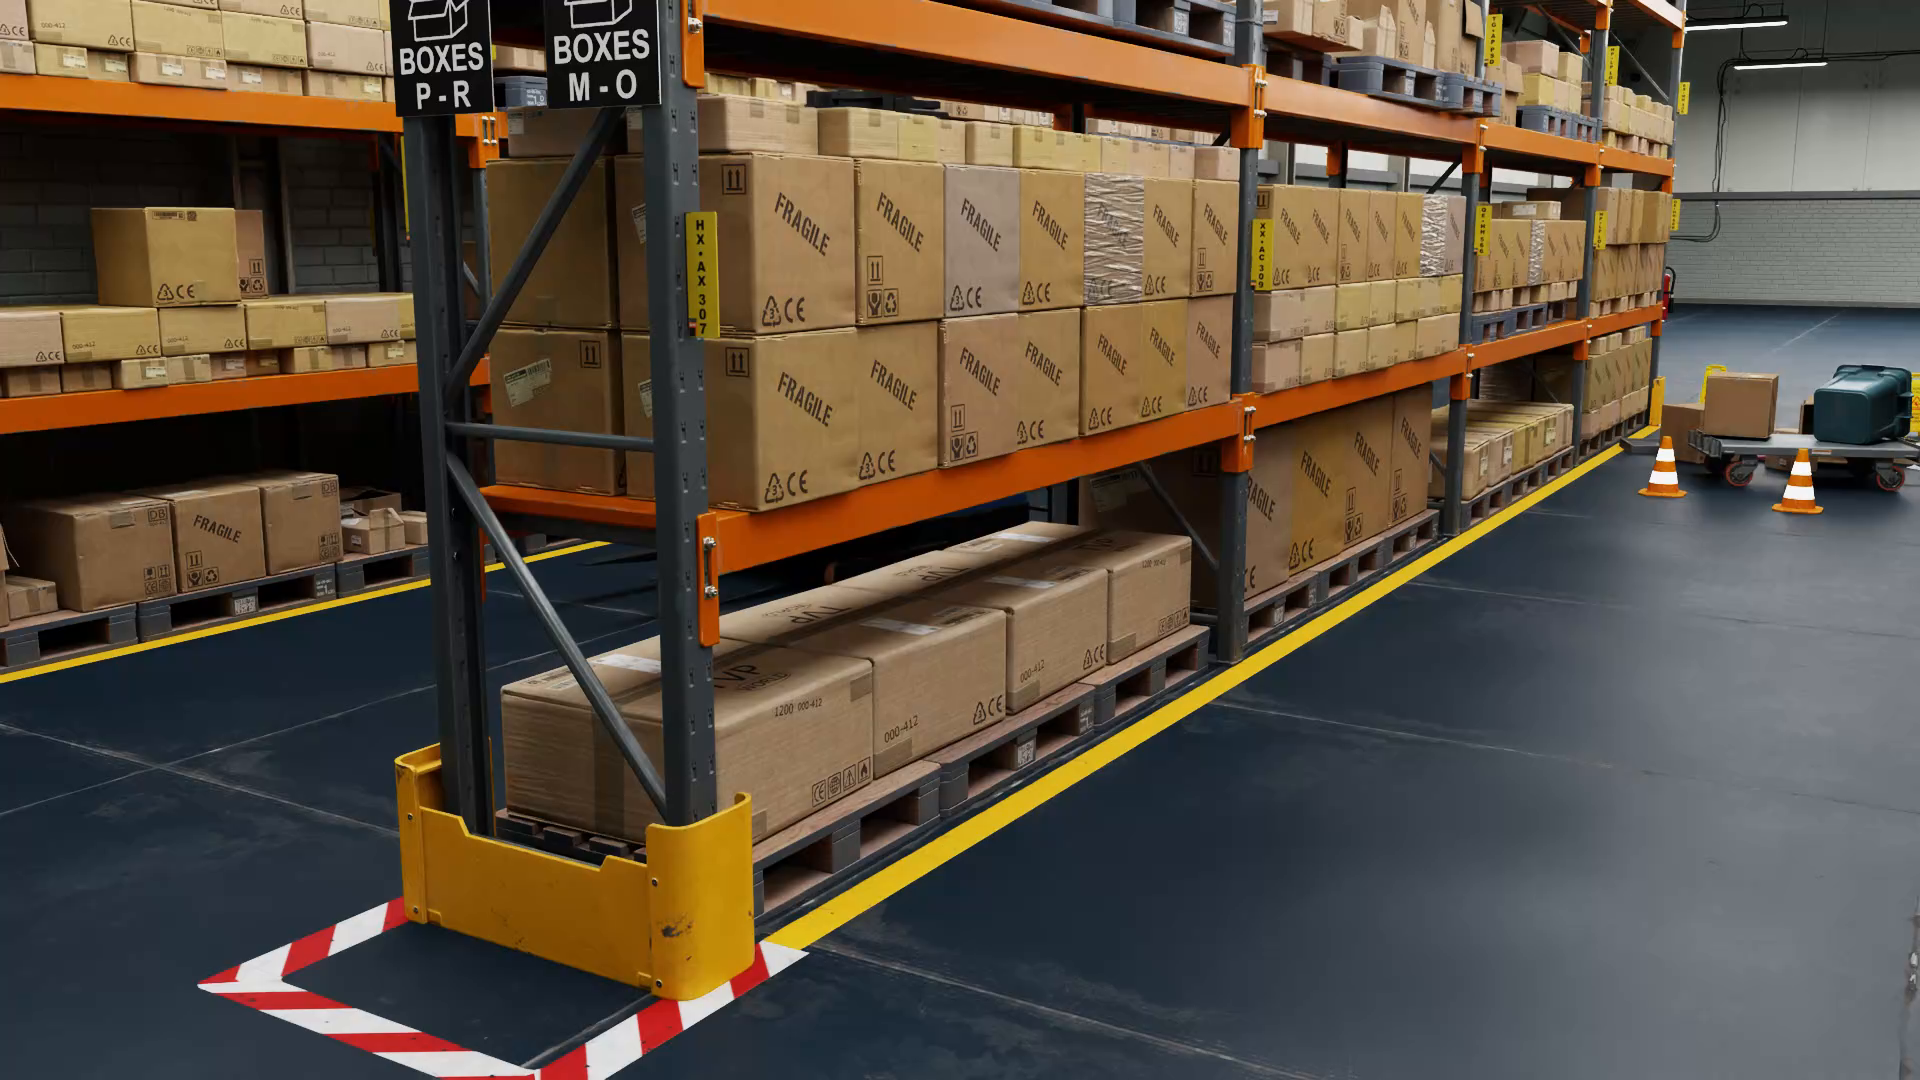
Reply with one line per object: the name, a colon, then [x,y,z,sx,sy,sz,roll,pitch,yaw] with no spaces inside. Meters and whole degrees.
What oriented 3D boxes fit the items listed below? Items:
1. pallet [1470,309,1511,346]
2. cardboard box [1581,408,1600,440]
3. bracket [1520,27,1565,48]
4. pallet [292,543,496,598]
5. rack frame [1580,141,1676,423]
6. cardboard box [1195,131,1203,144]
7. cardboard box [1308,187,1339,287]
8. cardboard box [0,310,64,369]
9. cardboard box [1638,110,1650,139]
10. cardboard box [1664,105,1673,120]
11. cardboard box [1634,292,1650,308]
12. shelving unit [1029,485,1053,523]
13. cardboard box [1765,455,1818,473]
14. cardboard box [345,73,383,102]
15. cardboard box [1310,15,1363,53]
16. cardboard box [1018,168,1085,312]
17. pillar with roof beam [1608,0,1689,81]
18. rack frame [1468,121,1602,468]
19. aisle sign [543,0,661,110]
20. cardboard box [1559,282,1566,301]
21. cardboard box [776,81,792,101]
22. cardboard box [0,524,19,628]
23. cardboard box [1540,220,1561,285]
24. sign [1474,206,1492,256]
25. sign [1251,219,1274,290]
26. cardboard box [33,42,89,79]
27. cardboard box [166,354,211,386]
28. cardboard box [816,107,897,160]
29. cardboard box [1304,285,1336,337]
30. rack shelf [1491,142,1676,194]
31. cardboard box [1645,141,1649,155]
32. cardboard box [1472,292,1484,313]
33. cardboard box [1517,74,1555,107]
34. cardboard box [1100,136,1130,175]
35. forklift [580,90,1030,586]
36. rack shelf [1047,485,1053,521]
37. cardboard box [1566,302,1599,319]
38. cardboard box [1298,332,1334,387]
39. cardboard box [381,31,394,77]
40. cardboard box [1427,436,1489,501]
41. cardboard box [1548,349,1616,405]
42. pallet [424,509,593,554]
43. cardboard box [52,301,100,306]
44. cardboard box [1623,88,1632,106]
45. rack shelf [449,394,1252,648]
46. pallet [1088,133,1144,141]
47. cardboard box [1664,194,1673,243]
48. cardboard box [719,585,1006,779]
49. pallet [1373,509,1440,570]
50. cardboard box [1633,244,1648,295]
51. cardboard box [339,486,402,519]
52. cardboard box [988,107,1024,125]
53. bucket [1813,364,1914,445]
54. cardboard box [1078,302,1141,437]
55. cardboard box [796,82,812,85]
pallet: [3.285,-1.572,12.133,1.213,0.211,1.003,6,12,31]
cardboard box: [5.620,-1.095,15.395,0.500,0.250,0.500,6,12,28]
bracket: [12.995,-11.240,37.172,0.076,0.066,4.783,6,12,31]
pallet: [-3.672,0.090,10.312,1.003,0.211,1.213,6,12,31]
rack frame: [7.160,-2.802,18.183,1.000,3.000,0.127,6,12,31]
cardboard box: [2.613,-4.740,19.337,0.396,0.266,0.258,6,12,31]
cardboard box: [1.644,-1.580,8.665,0.500,0.500,0.500,6,12,30]
cardboard box: [-4.664,-0.957,7.926,0.500,0.250,0.500,7,12,31]
cardboard box: [6.337,-4.002,16.041,0.500,0.250,0.500,7,12,31]
cardboard box: [7.237,-4.463,17.422,0.380,0.149,0.250,7,12,31]
cardboard box: [6.853,-2.467,17.077,0.380,0.149,0.250,7,12,32]
shelving unit: [0.337,-1.082,11.445,0.431,2.100,0.503,9,14,41]
cardboard box: [7.341,-0.752,14.663,0.258,0.266,0.396,-2,11,-9]
cardboard box: [-3.525,-2.575,9.501,0.380,0.149,0.250,7,13,33]
cardboard box: [1.886,-2.646,8.693,0.380,0.166,0.250,5,12,27]
cardboard box: [0.127,-1.117,6.192,0.500,0.500,0.500,6,12,31]
pillar with roof beam: [21.039,-10.508,43.041,9.100,9.000,0.548,6,12,31]
rack frame: [5.083,-2.173,14.823,1.000,3.000,0.127,6,12,31]
aisle sign: [-0.936,-1.524,4.294,0.394,0.787,0.004,6,12,31]
cardboard box: [4.797,-2.065,13.787,0.380,0.149,0.250,6,12,30]
cardboard box: [-1.525,-3.457,12.857,0.380,0.149,0.250,7,13,32]
cardboard box: [-4.993,0.174,7.928,0.797,0.503,0.637,6,12,28]
cardboard box: [4.510,-2.321,13.395,0.500,0.500,0.500,7,13,33]
sign: [3.483,-2.060,11.076,0.100,0.325,0.005,6,12,31]
sign: [1.405,-1.326,7.733,0.100,0.325,0.005,6,12,31]
cardboard box: [-4.418,-2.292,7.989,0.380,0.149,0.250,6,12,31]
cardboard box: [-4.155,-0.902,8.720,0.380,0.149,0.250,7,13,32]
cardboard box: [-0.418,-1.252,5.154,0.380,0.149,0.250,7,13,32]
cardboard box: [1.646,-1.214,8.748,0.500,0.250,0.500,7,12,32]
rack shelf: [6.122,-3.608,16.293,1.077,0.370,4.000,6,12,31]
cardboard box: [6.668,-3.912,16.644,0.380,0.149,0.250,6,12,30]
cardboard box: [3.510,-1.701,11.845,0.380,0.149,0.250,6,12,27]
cardboard box: [4.371,-3.515,13.107,0.500,0.250,0.500,7,12,31]
cardboard box: [0.459,-1.541,6.699,0.380,0.149,0.250,6,12,30]
forklift: [-0.899,-1.255,10.108,1.130,2.935,3.031,9,14,41]
rack shelf: [0.337,-0.381,11.576,0.431,0.518,0.480,9,14,41]
cardboard box: [5.521,-2.068,14.947,0.380,0.149,0.250,6,12,30]
cardboard box: [1.651,-0.966,8.786,0.500,0.250,0.500,6,12,29]
cardboard box: [-3.351,-2.835,9.809,0.500,0.250,0.500,6,12,31]
cardboard box: [3.308,-0.546,12.135,0.950,0.372,0.625,5,12,27]
cardboard box: [5.888,-1.549,15.782,0.500,0.500,0.500,7,13,33]
pallet: [-2.924,-0.149,11.591,1.003,0.211,1.213,6,12,31]
cardboard box: [-4.578,-1.170,9.065,0.500,0.250,0.500,6,12,31]
cardboard box: [5.940,-4.057,15.252,0.380,0.149,0.250,6,12,30]
rack shelf: [-0.109,-0.246,6.488,1.077,0.370,4.000,6,12,31]
pallet: [1.260,-4.214,17.815,1.003,0.211,1.213,6,12,31]
cardboard box: [7.081,-3.387,17.514,0.700,0.500,0.500,6,12,29]
cardboard box: [-0.422,0.509,6.318,0.875,0.438,0.875,7,13,32]
pallet: [2.533,-0.056,11.095,1.003,0.211,1.213,6,12,31]
cardboard box: [6.587,-2.729,16.713,0.500,0.500,0.500,6,12,30]
cardboard box: [-3.859,-0.192,10.407,0.500,0.311,0.500,7,13,33]
cardboard box: [0.273,-4.075,15.660,0.500,0.311,0.500,6,12,29]
bucket: [7.467,-1.095,13.834,0.620,0.611,0.726,-20,21,-35]
cardboard box: [0.397,-0.704,6.708,0.500,0.500,0.500,6,12,30]
cardboard box: [-1.390,-3.647,13.059,0.380,0.149,0.250,6,12,29]
